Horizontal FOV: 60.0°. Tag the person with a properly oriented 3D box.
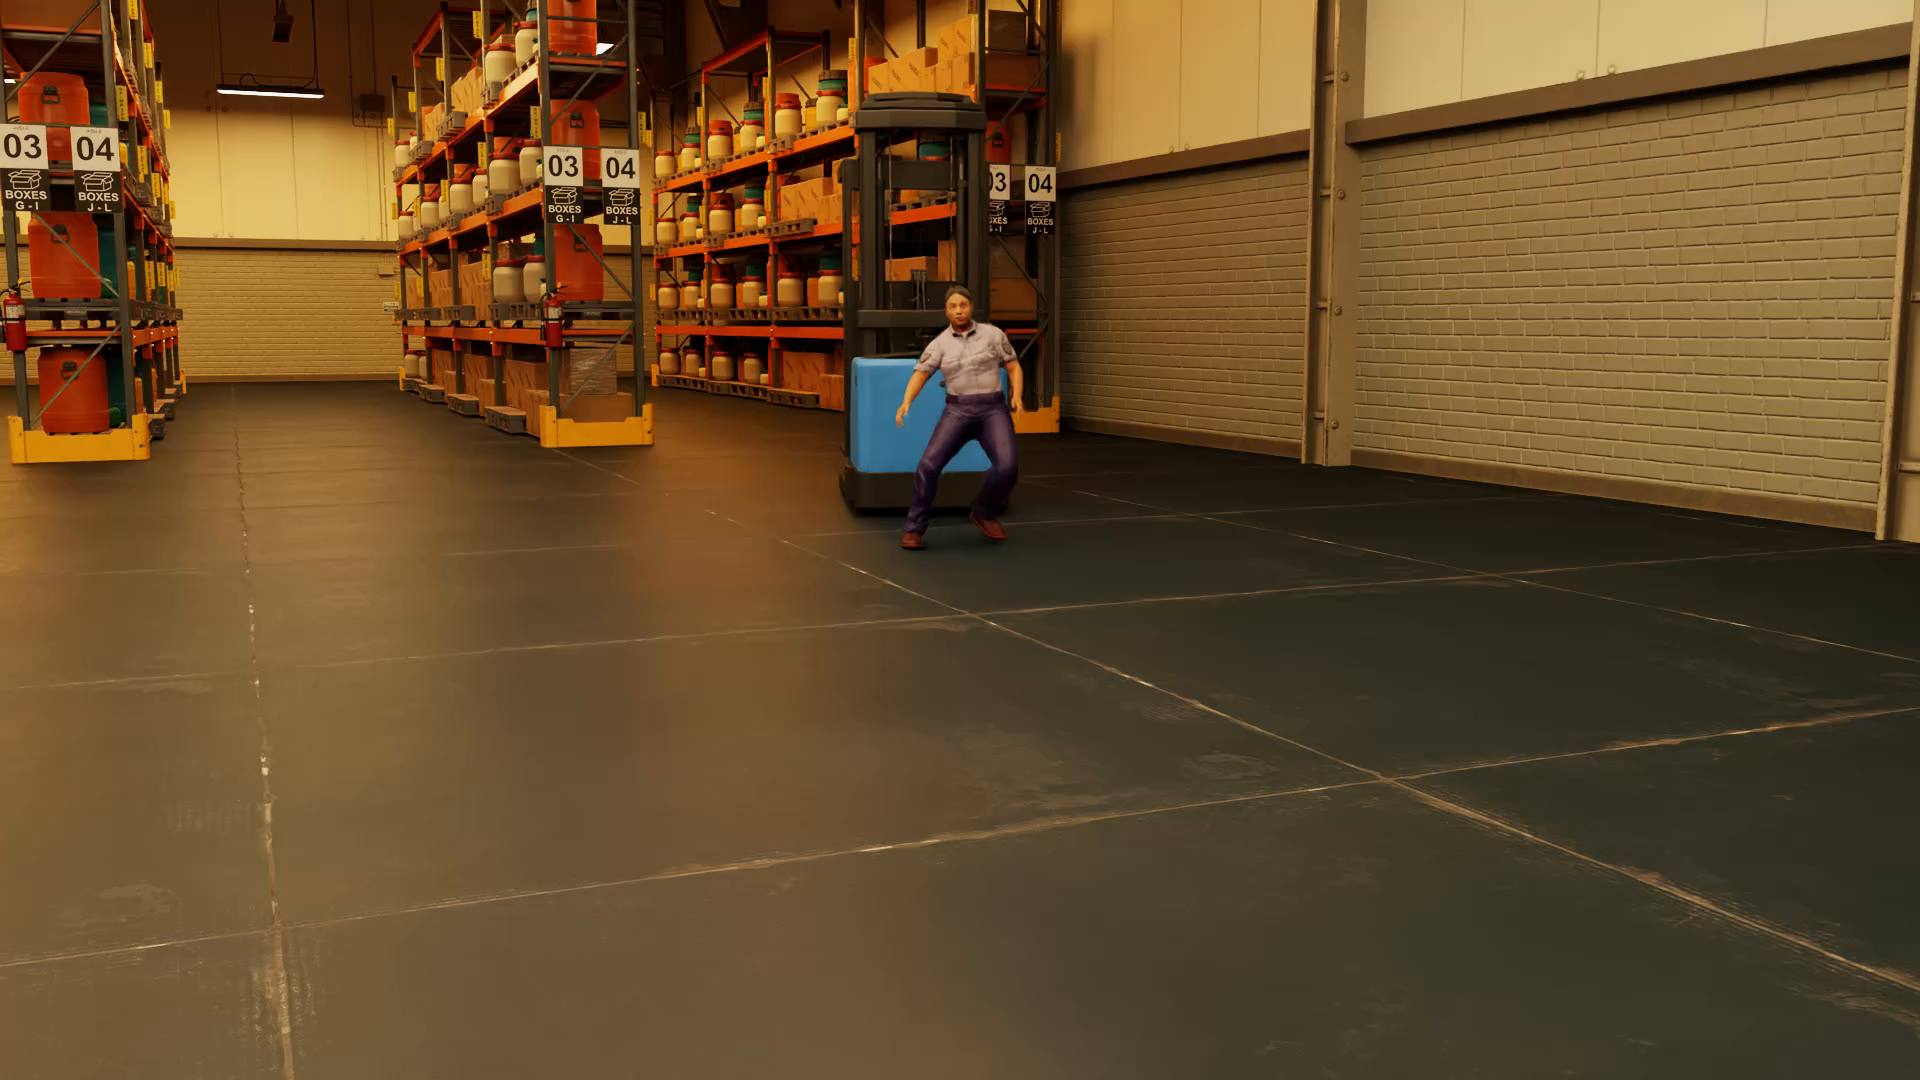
[{"bbox_3d":[-0.005,-0.733,9.835,0.721,1.531,0.537,0,8,2],"label":"person"}]

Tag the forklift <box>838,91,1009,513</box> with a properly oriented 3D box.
[{"bbox_3d":[-0.354,-1.800,12.596,1.130,2.935,3.031,-1,8,-7],"label":"forklift"}]
